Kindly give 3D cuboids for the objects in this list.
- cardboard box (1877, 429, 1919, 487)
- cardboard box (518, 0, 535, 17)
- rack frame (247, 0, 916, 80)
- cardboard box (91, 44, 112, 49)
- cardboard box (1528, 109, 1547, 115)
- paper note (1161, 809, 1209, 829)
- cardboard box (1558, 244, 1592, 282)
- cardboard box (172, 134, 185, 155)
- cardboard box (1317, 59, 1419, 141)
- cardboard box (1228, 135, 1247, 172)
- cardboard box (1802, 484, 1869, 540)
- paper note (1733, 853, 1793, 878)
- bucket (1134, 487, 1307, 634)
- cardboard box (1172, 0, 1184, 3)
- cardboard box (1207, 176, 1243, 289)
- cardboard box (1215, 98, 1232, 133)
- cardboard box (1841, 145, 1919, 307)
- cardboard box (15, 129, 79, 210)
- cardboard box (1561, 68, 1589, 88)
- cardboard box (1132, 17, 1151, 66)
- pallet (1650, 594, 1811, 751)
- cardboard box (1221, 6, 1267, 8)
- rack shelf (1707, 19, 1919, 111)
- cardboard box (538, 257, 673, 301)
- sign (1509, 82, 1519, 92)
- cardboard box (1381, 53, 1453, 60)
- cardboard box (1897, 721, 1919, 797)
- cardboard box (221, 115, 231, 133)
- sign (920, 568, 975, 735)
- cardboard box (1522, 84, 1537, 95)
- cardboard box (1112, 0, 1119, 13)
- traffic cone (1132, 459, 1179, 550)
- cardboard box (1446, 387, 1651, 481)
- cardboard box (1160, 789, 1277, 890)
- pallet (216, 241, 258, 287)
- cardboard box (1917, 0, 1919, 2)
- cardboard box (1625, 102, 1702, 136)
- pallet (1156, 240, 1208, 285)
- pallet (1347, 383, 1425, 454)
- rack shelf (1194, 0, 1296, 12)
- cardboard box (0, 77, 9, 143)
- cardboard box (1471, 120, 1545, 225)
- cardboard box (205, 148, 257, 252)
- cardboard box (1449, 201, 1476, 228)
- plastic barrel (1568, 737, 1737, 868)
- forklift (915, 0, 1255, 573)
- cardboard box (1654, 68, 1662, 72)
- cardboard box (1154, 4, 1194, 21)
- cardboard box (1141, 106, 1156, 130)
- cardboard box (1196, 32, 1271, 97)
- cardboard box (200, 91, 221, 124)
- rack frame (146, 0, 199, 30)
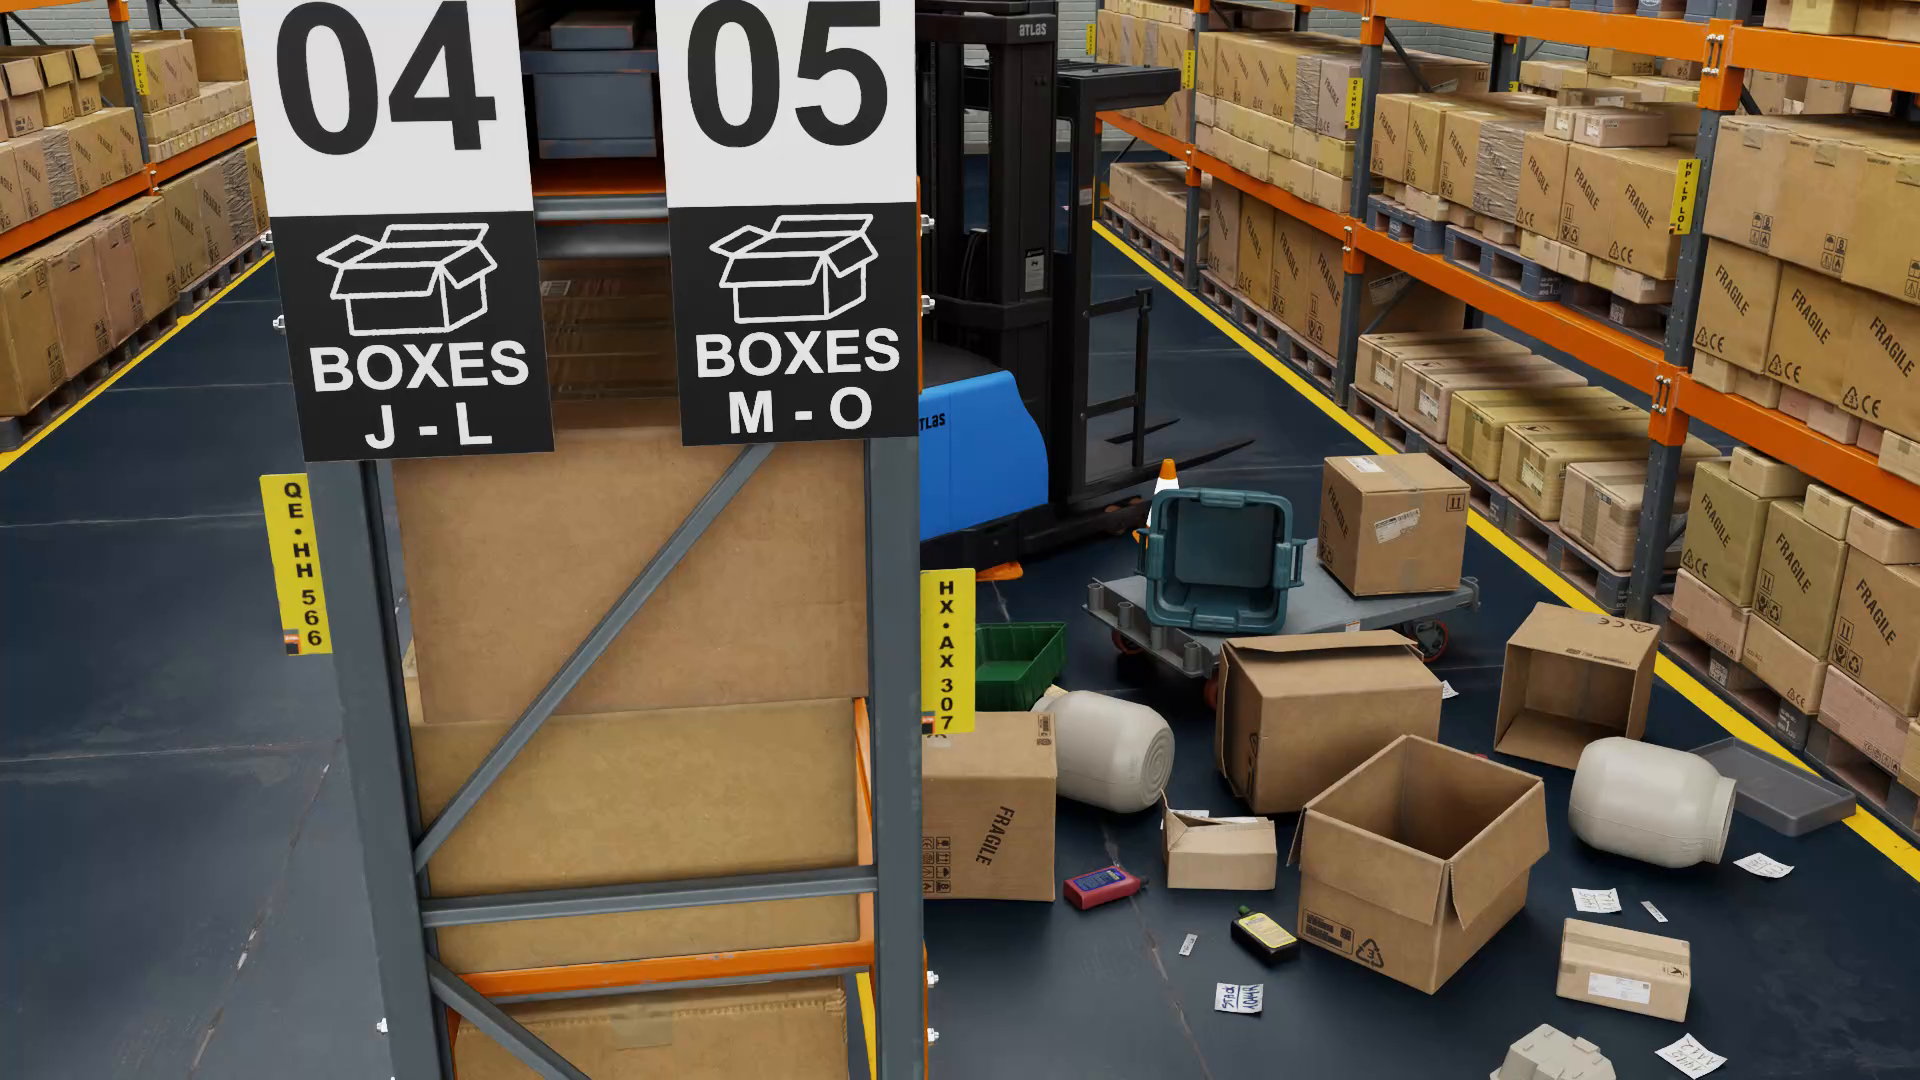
[{"bbox_3d":[3.638,-0.309,6.115,0.380,0.149,0.250,-3,21,-7],"label":"cardboard box"},{"bbox_3d":[-0.991,-1.042,3.048,0.380,0.149,0.250,-3,21,-7],"label":"cardboard box"},{"bbox_3d":[-0.572,-2.136,2.074,1.000,3.000,0.127,-3,21,-8],"label":"rack frame"},{"bbox_3d":[-7.624,-4.005,14.370,0.500,0.500,0.500,-3,21,-7],"label":"cardboard box"},{"bbox_3d":[3.658,-2.267,9.829,0.500,0.500,0.500,-4,21,-11],"label":"cardboard box"},{"bbox_3d":[0.858,1.062,6.341,0.172,0.023,0.155,4,21,11],"label":"paper note"},{"bbox_3d":[3.294,-1.418,8.485,0.380,0.149,0.250,-3,21,-9],"label":"cardboard box"},{"bbox_3d":[-7.015,-3.449,14.522,0.380,0.149,0.250,-2,21,-6],"label":"cardboard box"},{"bbox_3d":[2.825,-3.061,11.553,0.500,0.500,0.500,-3,21,-9],"label":"cardboard box"},{"bbox_3d":[2.518,-3.172,13.636,0.500,0.250,0.500,-3,21,-8],"label":"cardboard box"},{"bbox_3d":[3.587,-0.117,6.573,0.380,0.149,0.250,-2,21,-6],"label":"cardboard box"},{"bbox_3d":[2.913,1.176,6.023,0.142,0.019,0.148,-11,23,-26],"label":"paper note"},{"bbox_3d":[1.152,0.042,7.324,0.726,0.611,0.620,4,11,11],"label":"bucket"},{"bbox_3d":[2.399,-5.500,17.155,0.380,0.149,0.250,-3,21,-8],"label":"cardboard box"},{"bbox_3d":[2.750,-2.756,14.744,0.875,0.875,0.875,-2,21,-6],"label":"cardboard box"},{"bbox_3d":[2.469,-3.583,14.023,0.500,0.250,0.500,-3,21,-7],"label":"cardboard box"},{"bbox_3d":[3.681,-1.133,5.967,0.700,0.500,0.500,-3,21,-9],"label":"cardboard box"},{"bbox_3d":[-6.673,-2.638,11.849,0.500,0.500,0.500,-3,21,-8],"label":"cardboard box"},{"bbox_3d":[6.864,-4.950,17.972,0.500,0.250,0.500,-3,21,-9],"label":"cardboard box"},{"bbox_3d":[2.028,-4.956,16.626,0.500,0.500,0.500,-3,21,-8],"label":"cardboard box"},{"bbox_3d":[3.867,0.542,7.464,1.003,0.211,1.213,-3,21,-8],"label":"pallet"},{"bbox_3d":[2.686,-4.970,15.737,0.380,0.149,0.250,-3,21,-8],"label":"cardboard box"},{"bbox_3d":[4.023,-1.371,5.341,1.077,0.370,4.000,-3,21,-8],"label":"rack shelf"},{"bbox_3d":[-0.704,-0.419,4.293,0.875,0.550,0.550,-3,21,-8],"label":"cardboard box"},{"bbox_3d":[3.694,-2.916,11.195,0.100,0.325,0.005,-3,21,-8],"label":"sign"},{"bbox_3d":[3.248,-3.250,12.058,0.500,0.500,0.500,-3,21,-8],"label":"cardboard box"},{"bbox_3d":[3.781,0.854,5.972,0.500,0.250,0.500,-4,21,-10],"label":"cardboard box"},{"bbox_3d":[-7.238,-3.983,15.951,0.380,0.149,0.250,-3,21,-8],"label":"cardboard box"},{"bbox_3d":[-0.022,0.206,3.028,0.100,0.325,0.005,-3,21,-8],"label":"sign"},{"bbox_3d":[6.692,-5.156,19.094,0.380,0.149,0.250,-3,21,-8],"label":"cardboard box"},{"bbox_3d":[1.814,-5.649,17.556,0.380,0.149,0.250,-2,21,-6],"label":"cardboard box"},{"bbox_3d":[1.139,-0.216,9.132,0.336,0.463,0.334,-3,21,-8],"label":"traffic cone"},{"bbox_3d":[3.448,-0.632,9.776,0.950,0.372,0.625,-2,21,-6],"label":"cardboard box"},{"bbox_3d":[0.921,1.072,5.965,0.396,0.266,0.258,1,20,2],"label":"cardboard box"},{"bbox_3d":[-7.436,-2.650,16.008,1.003,0.211,1.213,-3,21,-8],"label":"pallet"},{"bbox_3d":[3.670,-1.951,5.655,0.500,0.250,0.500,-3,21,-7],"label":"cardboard box"},{"bbox_3d":[3.758,-2.234,8.814,0.380,0.149,0.250,-2,21,-5],"label":"cardboard box"},{"bbox_3d":[2.549,-2.726,16.213,1.003,0.211,1.213,-3,21,-8],"label":"pallet"},{"bbox_3d":[3.269,-0.803,11.065,1.003,0.211,1.213,-3,21,-8],"label":"pallet"},{"bbox_3d":[2.293,-5.526,16.465,1.077,0.370,4.000,-3,21,-8],"label":"rack shelf"},{"bbox_3d":[-6.829,-2.877,11.055,0.797,0.503,0.637,-2,21,-6],"label":"cardboard box"},{"bbox_3d":[3.224,-2.059,9.272,0.500,0.500,0.500,-4,21,-10],"label":"cardboard box"},{"bbox_3d":[-7.499,-3.319,16.252,0.875,0.875,0.875,-3,21,-8],"label":"cardboard box"},{"bbox_3d":[3.153,-1.965,9.949,0.380,0.149,0.250,-2,21,-5],"label":"cardboard box"},{"bbox_3d":[2.515,0.958,6.047,0.512,0.421,0.421,12,24,30],"label":"plastic barrel"},{"bbox_3d":[0.467,-1.519,9.093,3.031,2.935,1.130,-17,27,-39],"label":"forklift"},{"bbox_3d":[7.385,-4.975,18.037,0.500,0.250,0.500,-2,21,-6],"label":"cardboard box"},{"bbox_3d":[2.100,-5.121,16.140,0.380,0.149,0.250,-3,21,-9],"label":"cardboard box"},{"bbox_3d":[2.095,-4.311,16.328,0.500,0.500,0.500,-3,21,-9],"label":"cardboard box"},{"bbox_3d":[2.360,-4.114,14.371,0.500,0.500,0.500,-3,21,-7],"label":"cardboard box"},{"bbox_3d":[-7.244,-4.033,15.516,0.500,0.250,0.500,-3,21,-8],"label":"cardboard box"},{"bbox_3d":[-7.802,-4.650,17.380,1.000,3.000,0.127,-3,21,-8],"label":"rack frame"}]
